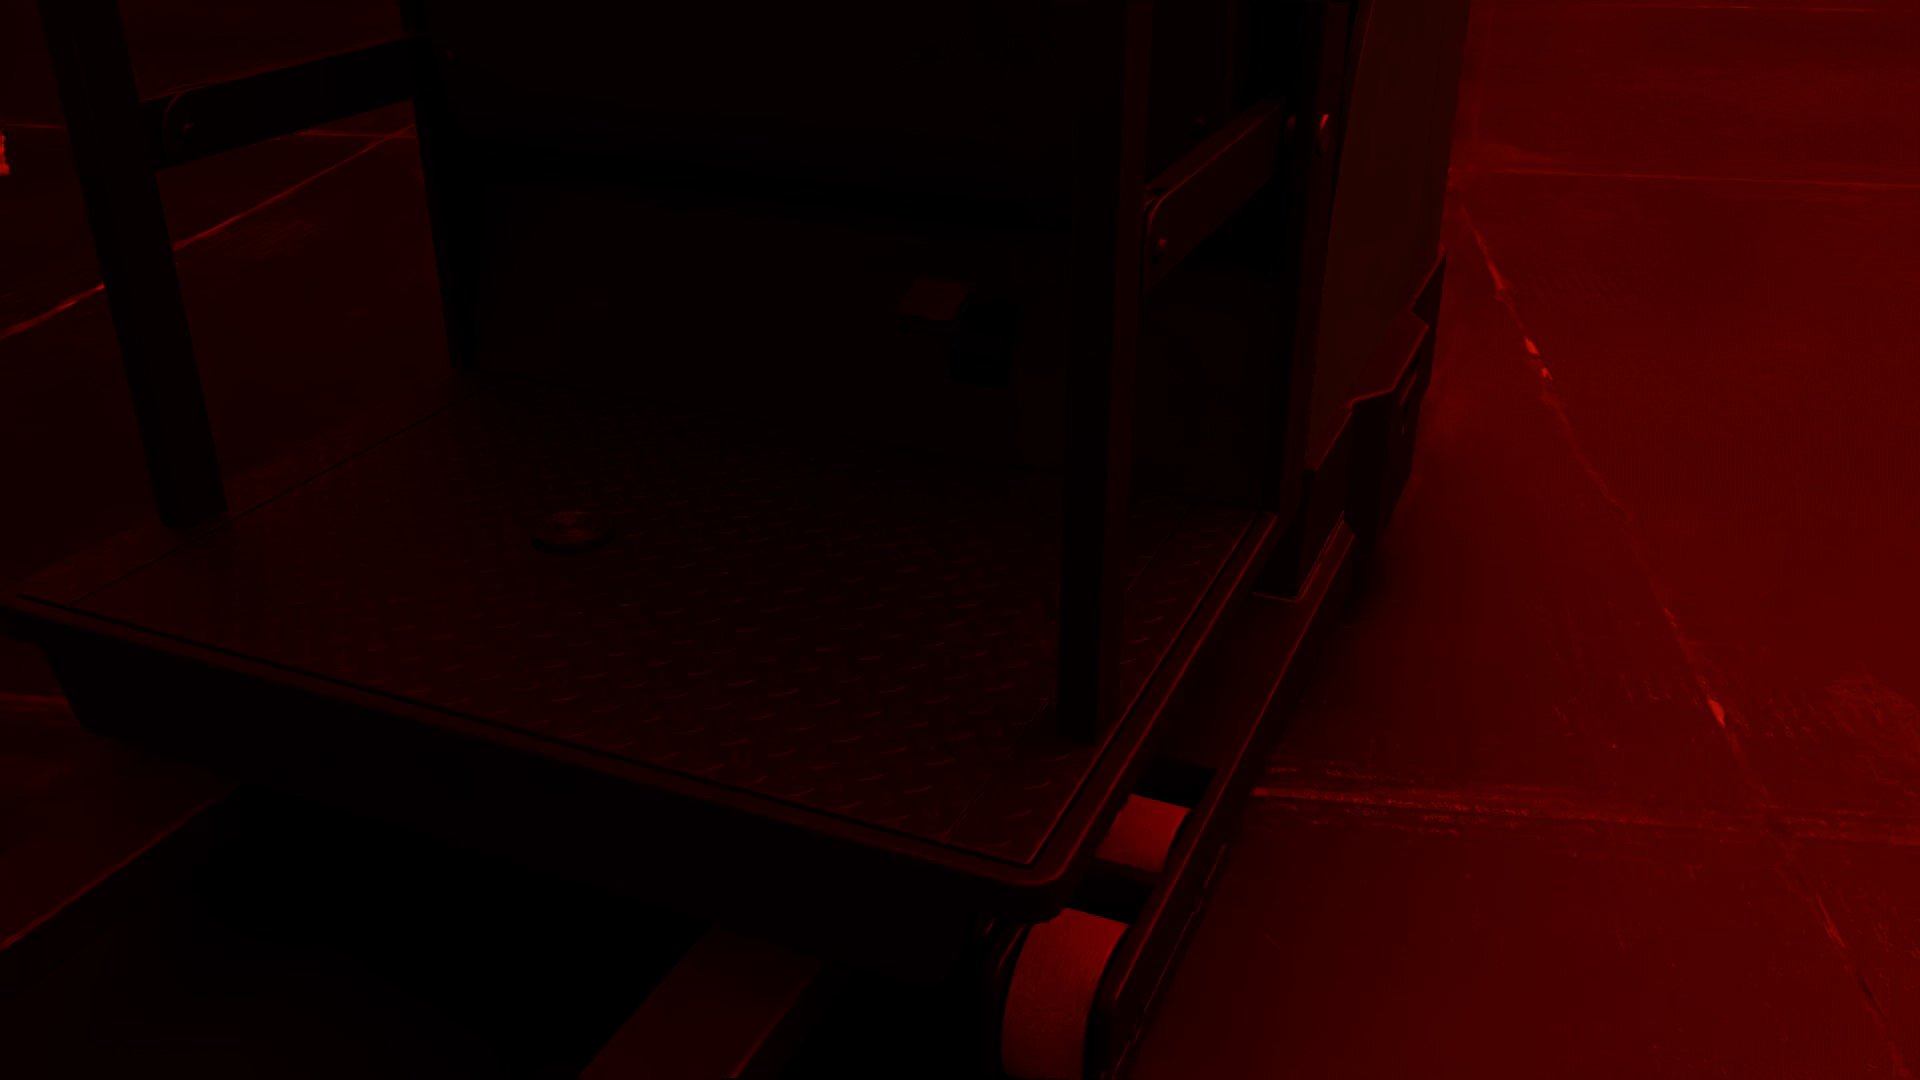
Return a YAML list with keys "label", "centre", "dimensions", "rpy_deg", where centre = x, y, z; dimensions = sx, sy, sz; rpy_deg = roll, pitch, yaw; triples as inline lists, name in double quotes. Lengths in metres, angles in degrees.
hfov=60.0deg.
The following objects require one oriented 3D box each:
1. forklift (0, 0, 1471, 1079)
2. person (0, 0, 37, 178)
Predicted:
- label: "forklift"
  centre: [-0.241, -1.031, 1.284]
  dimensions: [1.130, 2.935, 3.031]
  rpy_deg: [11, 29, 21]
- label: "person"
  centre: [-2.493, -1.812, 4.166]
  dimensions: [0.462, 1.785, 0.629]
  rpy_deg: [23, 35, 39]
